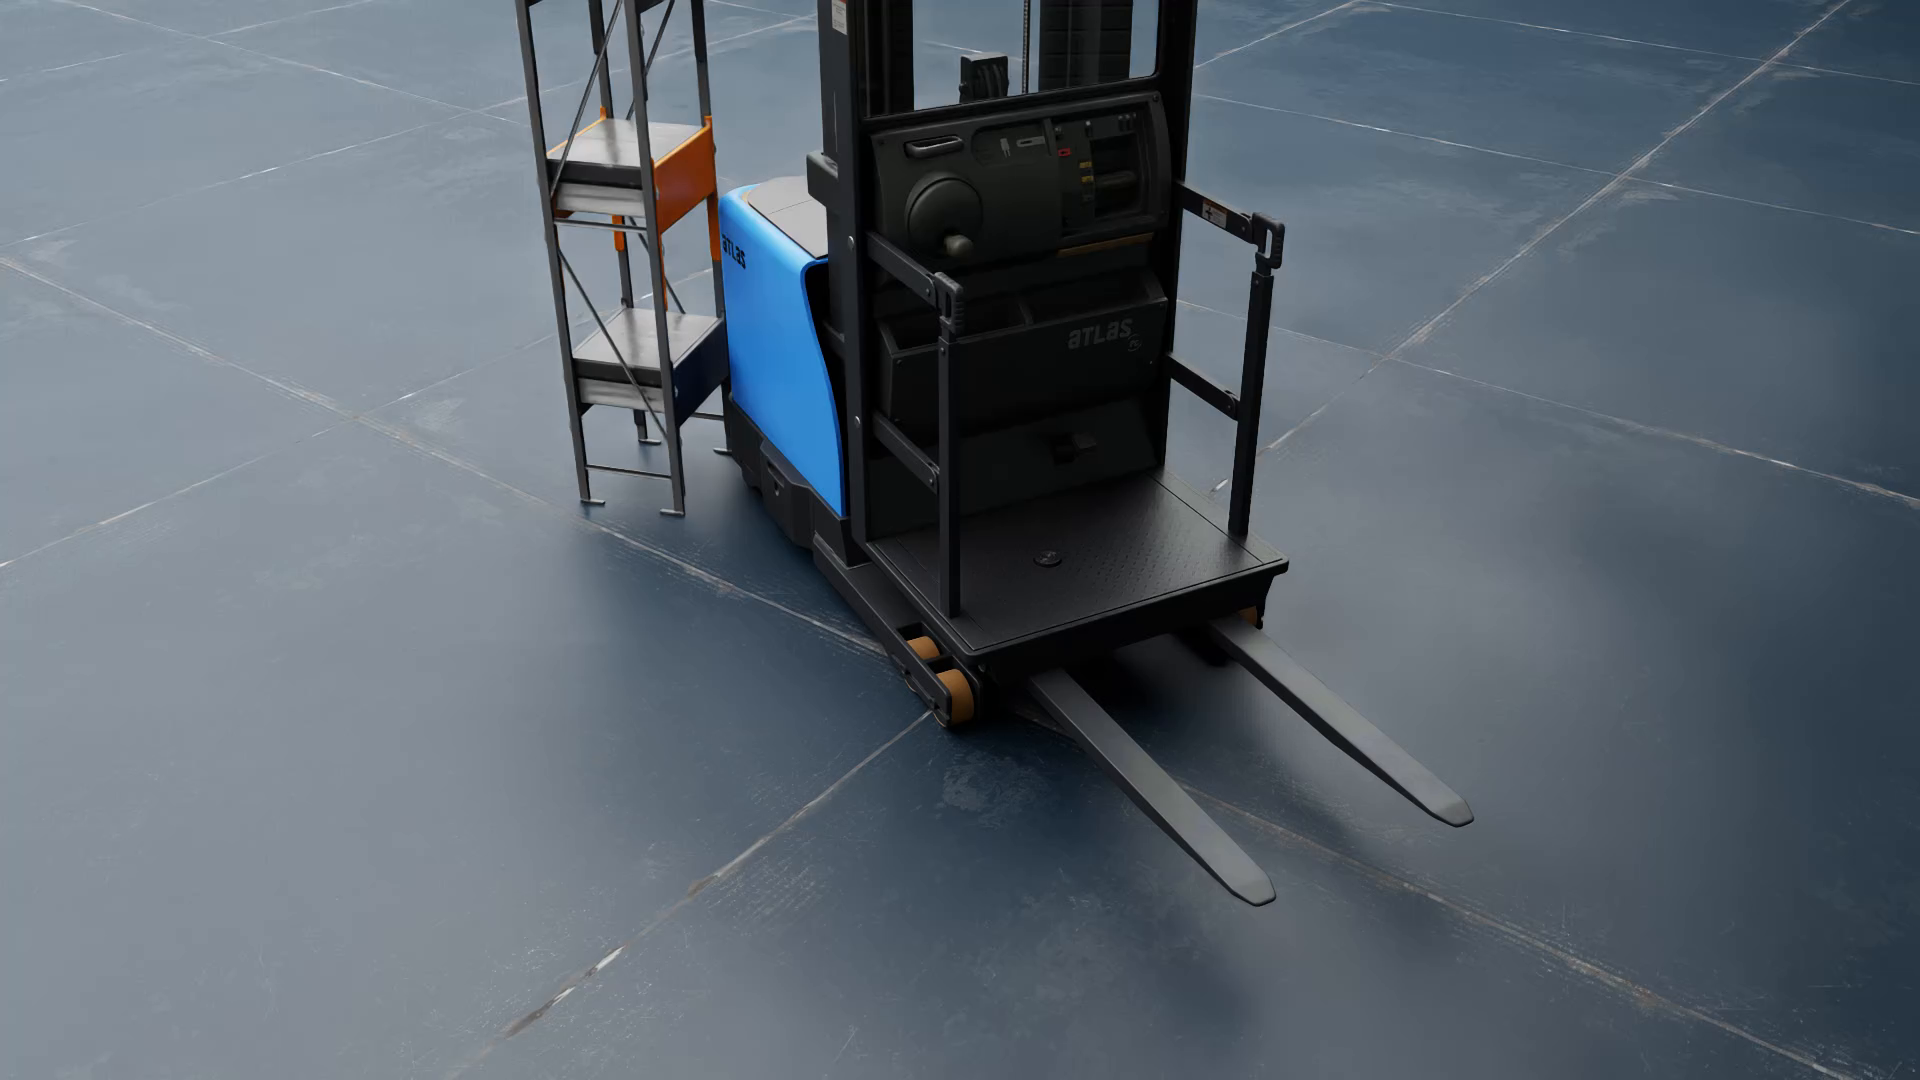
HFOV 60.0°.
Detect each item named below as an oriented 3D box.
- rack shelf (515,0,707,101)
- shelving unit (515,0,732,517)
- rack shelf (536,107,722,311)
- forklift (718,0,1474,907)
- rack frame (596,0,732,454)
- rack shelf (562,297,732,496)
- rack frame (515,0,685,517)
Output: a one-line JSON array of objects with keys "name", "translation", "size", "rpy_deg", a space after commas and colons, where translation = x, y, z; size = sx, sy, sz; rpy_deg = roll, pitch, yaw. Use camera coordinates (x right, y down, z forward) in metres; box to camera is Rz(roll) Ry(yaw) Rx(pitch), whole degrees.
[{"name": "rack shelf", "translation": [-1.102, -1.726, 5.256], "size": [0.431, 0.518, 0.480], "rpy_deg": [8, 32, 13]}, {"name": "shelving unit", "translation": [-1.103, -1.136, 5.607], "size": [0.431, 2.100, 0.503], "rpy_deg": [8, 32, 13]}, {"name": "rack shelf", "translation": [-1.103, -1.124, 5.614], "size": [0.431, 0.518, 0.480], "rpy_deg": [8, 32, 13]}, {"name": "forklift", "translation": [0.287, -0.979, 4.528], "size": [1.130, 2.935, 3.031], "rpy_deg": [-15, 34, -23]}, {"name": "rack frame", "translation": [-1.039, -1.256, 5.809], "size": [0.400, 2.100, 0.015], "rpy_deg": [8, 32, 13]}, {"name": "rack shelf", "translation": [-1.104, -0.522, 5.971], "size": [0.431, 0.518, 0.480], "rpy_deg": [8, 32, 13]}, {"name": "rack frame", "translation": [-1.168, -1.016, 5.404], "size": [0.400, 2.100, 0.015], "rpy_deg": [8, 32, 13]}]
